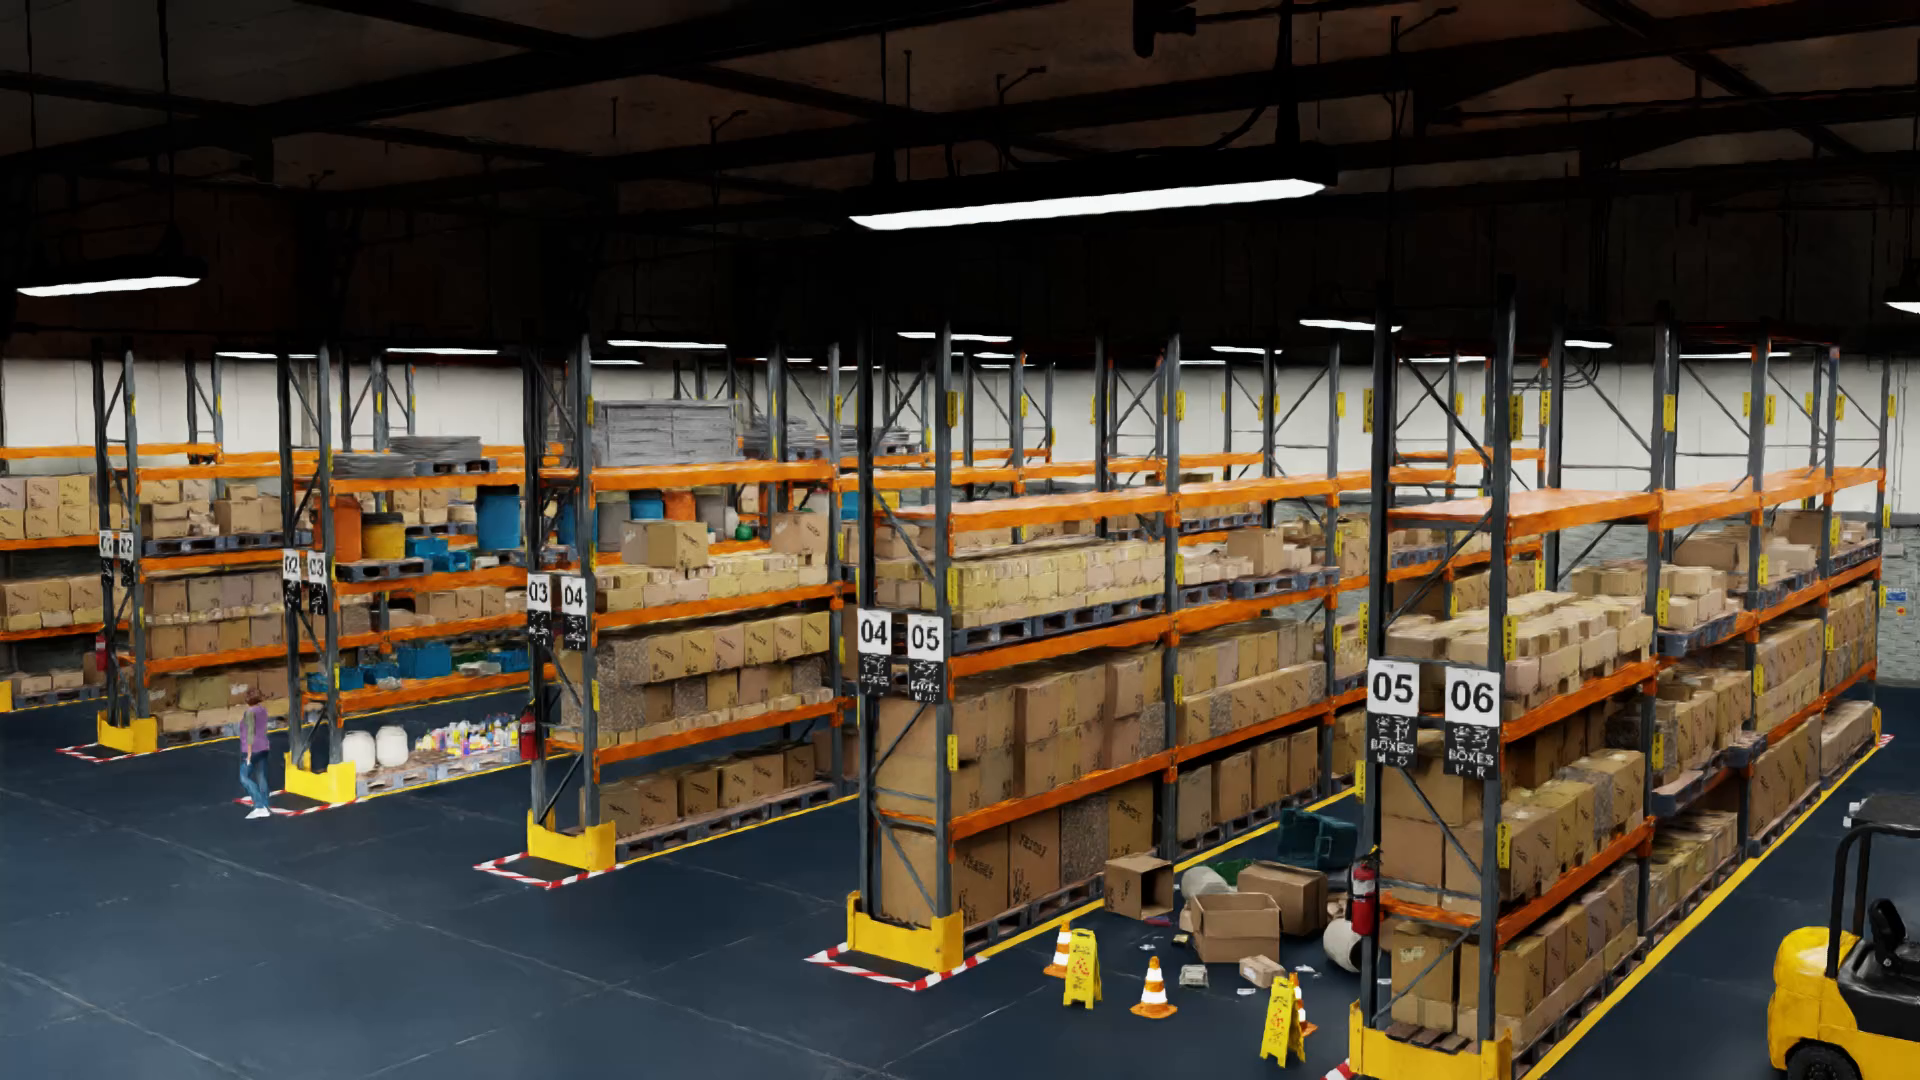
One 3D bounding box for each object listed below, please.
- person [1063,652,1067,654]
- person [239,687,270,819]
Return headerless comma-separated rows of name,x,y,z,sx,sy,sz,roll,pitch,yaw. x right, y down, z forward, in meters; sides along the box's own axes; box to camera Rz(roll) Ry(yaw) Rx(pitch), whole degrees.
person,1.526,2.341,22.594,0.729,1.734,0.546,4,6,36
person,-8.608,2.594,20.316,0.355,1.592,0.516,1,5,8
